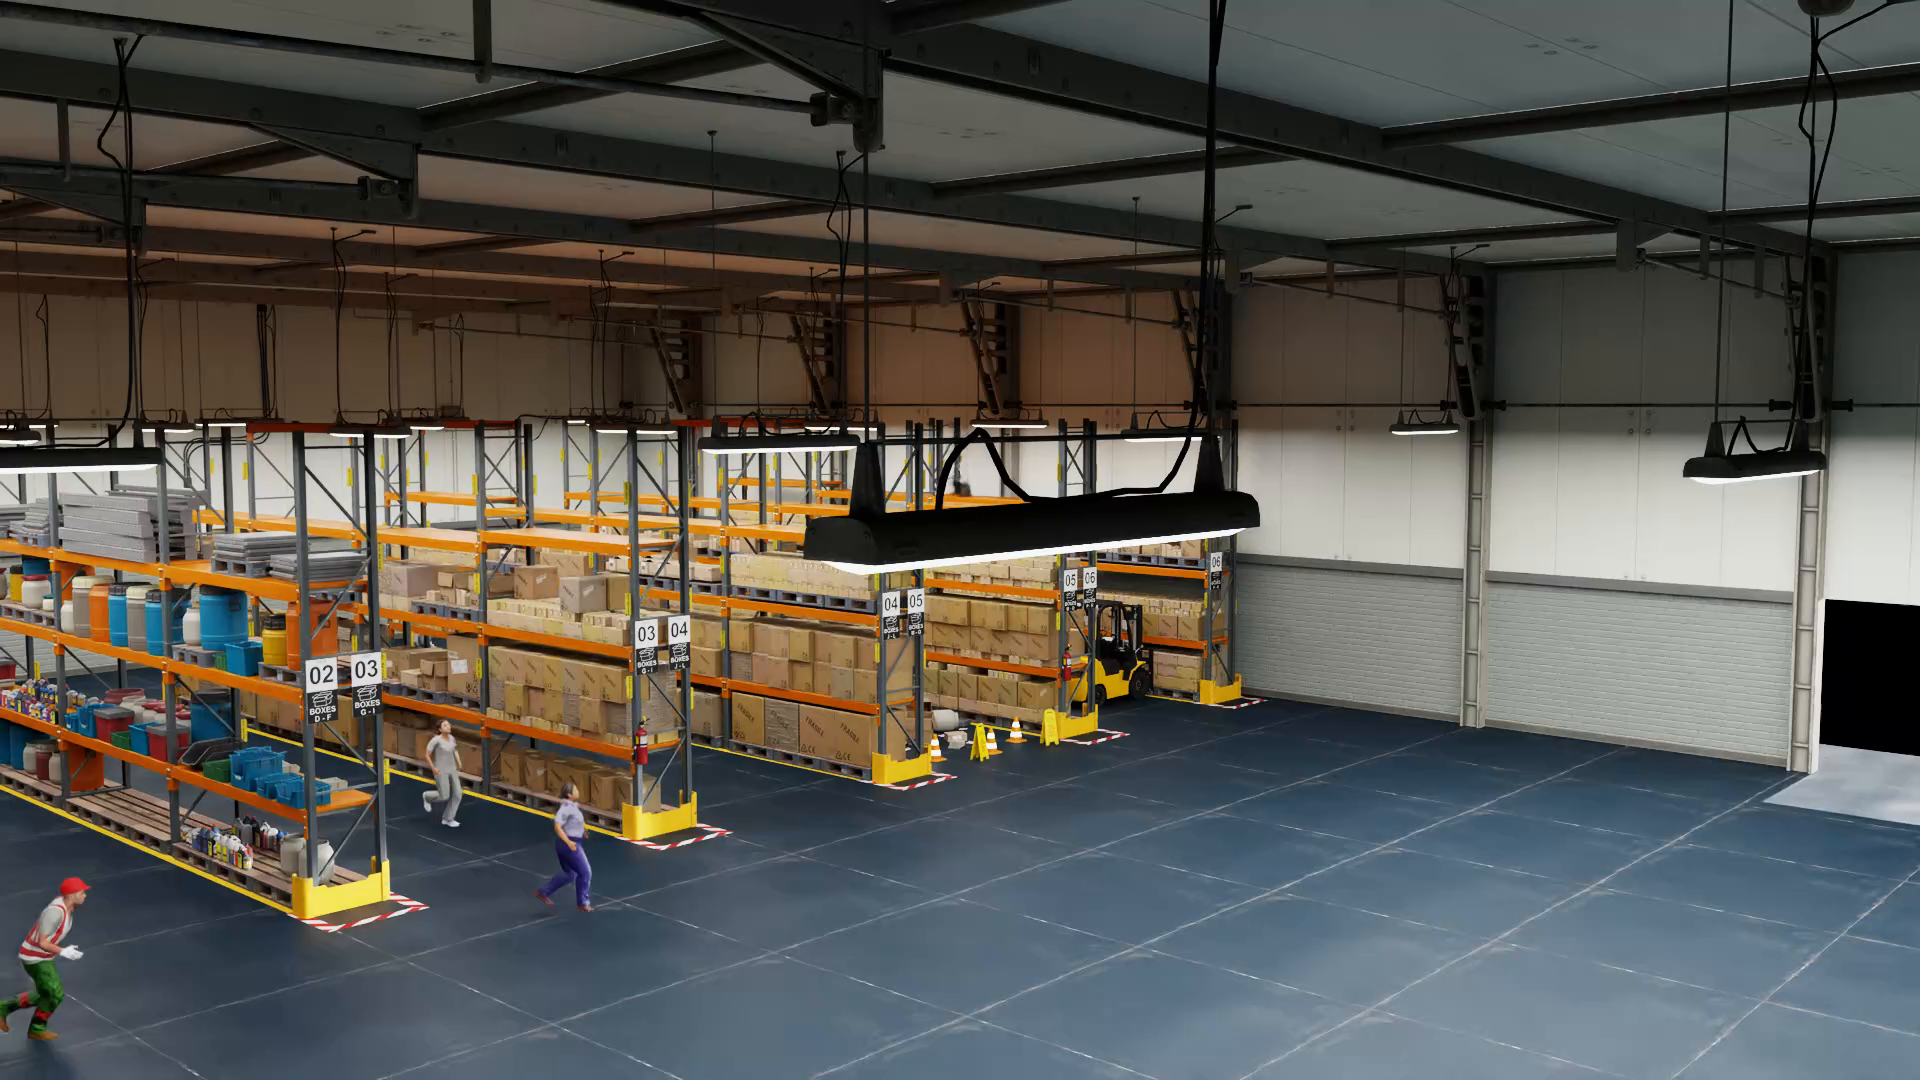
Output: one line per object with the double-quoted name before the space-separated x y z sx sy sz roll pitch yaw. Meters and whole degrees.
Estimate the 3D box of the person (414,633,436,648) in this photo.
"person" -13.116 2.140 40.480 0.669 1.766 0.923 2 5 24

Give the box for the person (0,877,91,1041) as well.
"person" -9.161 4.184 16.580 0.956 1.625 0.673 -1 5 -17

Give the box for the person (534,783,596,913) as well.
"person" -4.903 3.859 20.669 0.760 1.696 0.643 -1 5 -15

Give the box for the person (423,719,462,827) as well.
"person" -7.789 3.491 25.037 0.642 1.611 0.582 3 6 35
